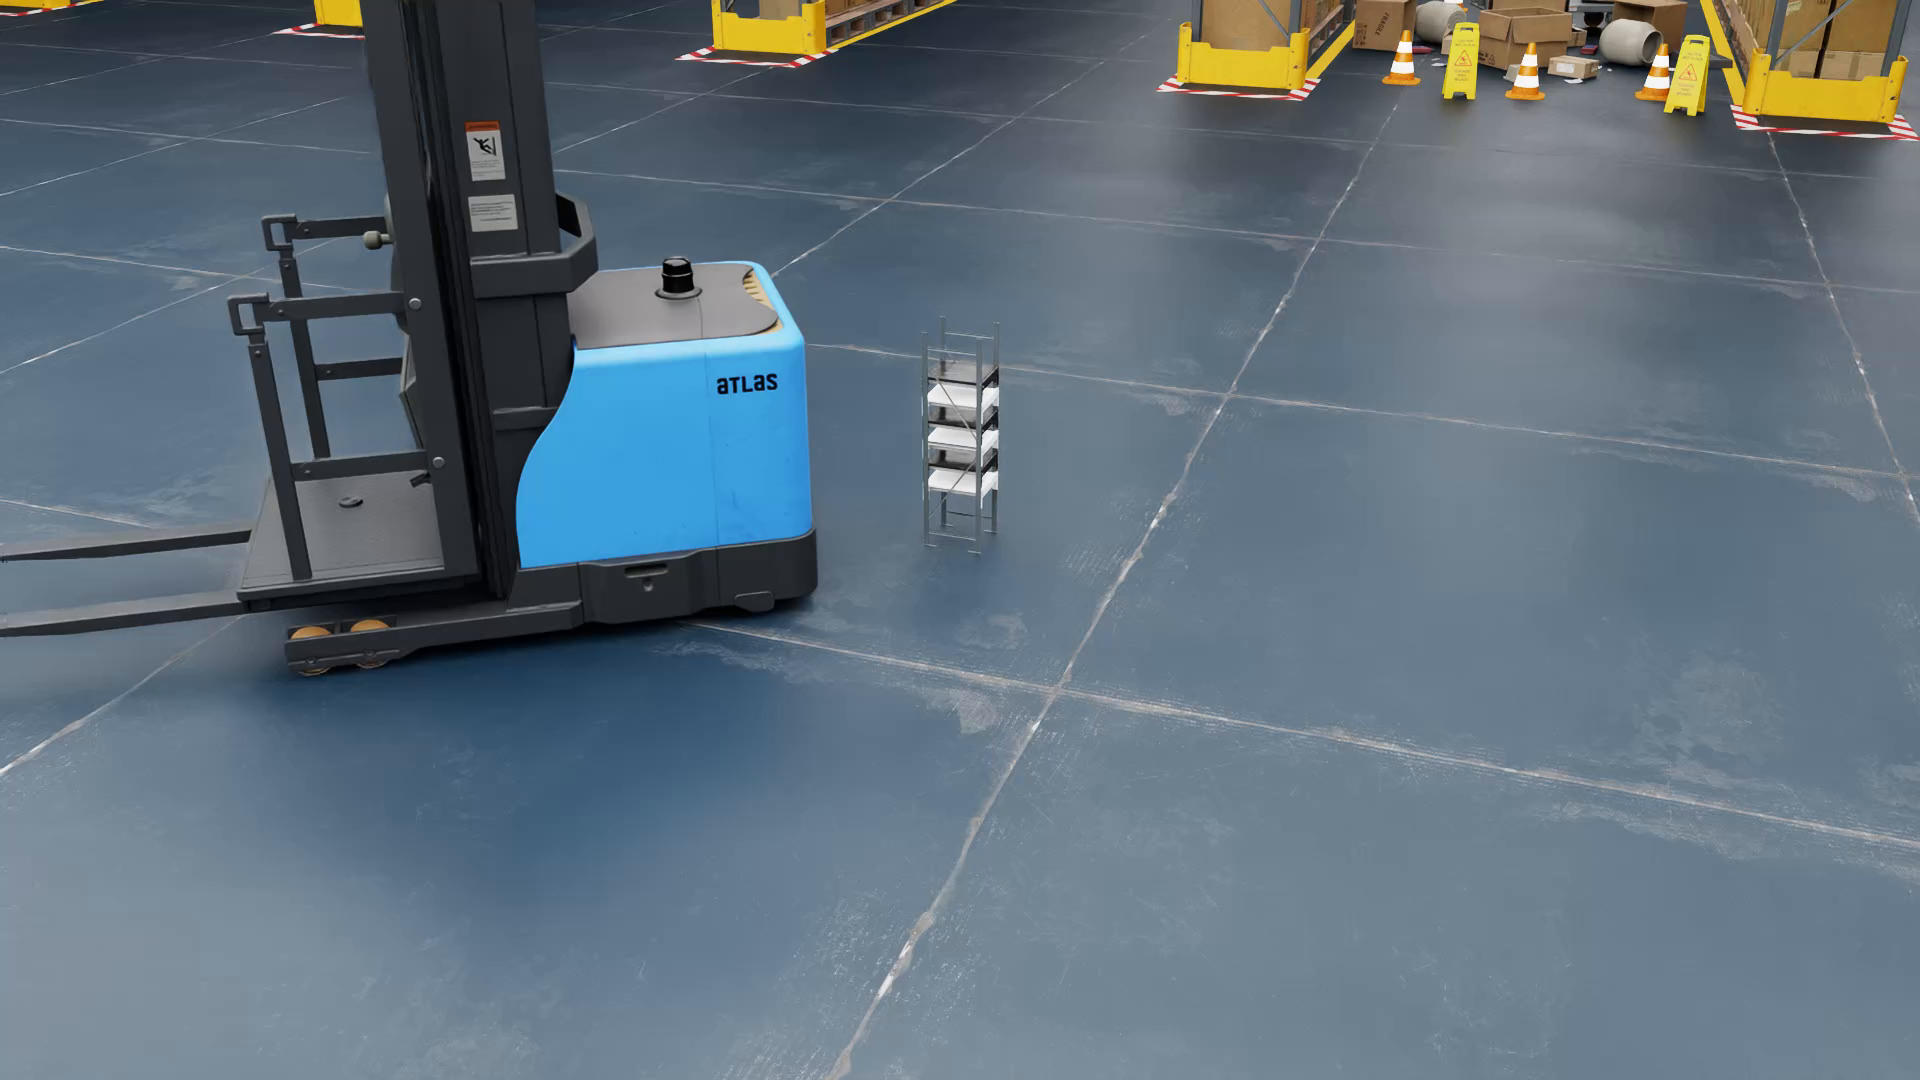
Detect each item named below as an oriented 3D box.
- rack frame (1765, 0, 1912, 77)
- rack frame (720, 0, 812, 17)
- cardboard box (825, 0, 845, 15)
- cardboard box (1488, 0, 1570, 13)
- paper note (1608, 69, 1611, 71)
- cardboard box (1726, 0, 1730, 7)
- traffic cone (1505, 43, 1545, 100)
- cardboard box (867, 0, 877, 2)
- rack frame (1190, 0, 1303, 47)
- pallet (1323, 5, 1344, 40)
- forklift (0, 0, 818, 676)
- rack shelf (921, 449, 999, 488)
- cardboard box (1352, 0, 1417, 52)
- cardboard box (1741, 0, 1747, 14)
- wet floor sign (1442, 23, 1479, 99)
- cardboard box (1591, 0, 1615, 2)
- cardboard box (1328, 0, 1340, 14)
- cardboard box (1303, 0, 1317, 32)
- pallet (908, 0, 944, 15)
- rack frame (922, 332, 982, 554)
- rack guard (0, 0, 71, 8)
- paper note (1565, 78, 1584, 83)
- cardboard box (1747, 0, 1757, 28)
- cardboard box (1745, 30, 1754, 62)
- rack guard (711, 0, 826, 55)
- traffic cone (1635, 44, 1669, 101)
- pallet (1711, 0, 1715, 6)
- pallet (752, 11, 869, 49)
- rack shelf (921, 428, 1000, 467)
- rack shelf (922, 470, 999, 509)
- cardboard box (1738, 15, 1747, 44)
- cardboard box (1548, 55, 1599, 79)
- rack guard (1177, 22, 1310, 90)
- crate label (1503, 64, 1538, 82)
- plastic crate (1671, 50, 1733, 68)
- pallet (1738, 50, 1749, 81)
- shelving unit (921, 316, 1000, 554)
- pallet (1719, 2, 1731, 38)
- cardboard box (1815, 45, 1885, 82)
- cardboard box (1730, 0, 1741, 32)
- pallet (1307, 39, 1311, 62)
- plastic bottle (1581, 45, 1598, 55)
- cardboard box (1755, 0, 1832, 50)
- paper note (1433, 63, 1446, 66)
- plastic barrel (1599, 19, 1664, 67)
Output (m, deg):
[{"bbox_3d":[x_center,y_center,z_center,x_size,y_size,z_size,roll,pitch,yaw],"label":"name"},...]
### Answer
[{"bbox_3d":[7.346,-4.983,13.599,1.000,3.000,0.127,9,27,17],"label":"rack frame"},{"bbox_3d":[-1.999,-6.420,16.567,1.000,3.000,0.127,9,27,17],"label":"rack frame"},{"bbox_3d":[-1.609,-5.989,18.063,0.500,0.500,0.500,17,30,31],"label":"cardboard box"},{"bbox_3d":[5.847,-5.395,17.159,0.797,0.637,0.503,9,27,17],"label":"cardboard box"},{"bbox_3d":[6.328,-4.579,16.197,0.032,0.001,0.123,9,27,17],"label":"paper note"},{"bbox_3d":[9.086,-6.145,18.532,0.950,0.372,0.625,11,28,21],"label":"cardboard box"},{"bbox_3d":[5.113,-4.226,14.947,0.336,0.463,0.334,9,27,17],"label":"traffic cone"},{"bbox_3d":[-1.155,-6.466,19.049,0.500,0.500,0.500,6,27,13],"label":"cardboard box"},{"bbox_3d":[2.645,-5.659,14.996,1.000,3.000,0.127,9,27,17],"label":"rack frame"},{"bbox_3d":[3.649,-5.747,18.377,1.003,0.211,1.213,9,27,17],"label":"pallet"},{"bbox_3d":[-2.107,-1.104,5.666,3.031,2.935,1.130,-7,27,-13],"label":"forklift"},{"bbox_3d":[0.003,-0.297,6.615,0.258,0.077,0.200,9,27,17],"label":"rack shelf"},{"bbox_3d":[4.427,-5.392,17.310,0.500,0.500,0.500,14,29,26],"label":"cardboard box"},{"bbox_3d":[8.059,-5.490,16.460,0.500,0.500,0.500,10,28,20],"label":"cardboard box"},{"bbox_3d":[4.502,-4.300,14.891,0.267,0.644,0.232,4,26,8],"label":"wet floor sign"},{"bbox_3d":[6.989,-6.088,17.881,0.500,0.500,0.500,9,27,17],"label":"cardboard box"},{"bbox_3d":[3.701,-6.287,18.249,0.875,0.875,0.875,9,27,18],"label":"cardboard box"},{"bbox_3d":[3.099,-5.542,16.710,0.875,0.875,0.875,8,27,17],"label":"cardboard box"},{"bbox_3d":[-0.858,-6.527,19.989,1.003,0.211,1.213,9,27,17],"label":"pallet"},{"bbox_3d":[-0.031,-0.367,6.474,0.240,0.900,0.006,9,27,17],"label":"rack frame"},{"bbox_3d":[-11.347,-6.723,20.062,1.175,0.500,0.348,9,27,17],"label":"rack guard"},{"bbox_3d":[5.784,-4.323,15.644,0.148,0.019,0.142,0,26,-1],"label":"paper note"},{"bbox_3d":[7.712,-5.060,15.572,0.500,0.500,0.500,8,27,16],"label":"cardboard box"},{"bbox_3d":[7.541,-4.517,15.311,0.500,0.250,0.500,9,27,18],"label":"cardboard box"},{"bbox_3d":[-1.974,-5.326,17.176,1.175,0.500,0.348,9,27,17],"label":"rack guard"},{"bbox_3d":[6.273,-4.205,14.903,0.336,0.463,0.334,9,27,17],"label":"traffic cone"},{"bbox_3d":[9.747,-6.694,20.334,1.003,0.211,1.213,9,27,17],"label":"pallet"},{"bbox_3d":[-1.670,-5.525,17.918,1.003,0.211,1.213,9,27,17],"label":"pallet"},{"bbox_3d":[0.003,-0.378,6.575,0.258,0.077,0.200,9,27,17],"label":"rack shelf"},{"bbox_3d":[0.003,-0.216,6.654,0.258,0.077,0.200,9,27,17],"label":"rack shelf"},{"bbox_3d":[7.885,-4.935,16.174,0.500,0.250,0.500,8,27,17],"label":"cardboard box"},{"bbox_3d":[5.877,-4.531,15.937,0.250,0.149,0.380,-20,33,-36],"label":"cardboard box"},{"bbox_3d":[2.637,-4.524,15.520,1.175,0.500,0.348,9,27,17],"label":"rack guard"},{"bbox_3d":[5.316,-4.411,15.704,0.250,0.136,0.298,-5,26,-9],"label":"crate label"},{"bbox_3d":[7.382,-4.786,16.543,0.402,0.080,0.583,0,26,-1],"label":"plastic crate"},{"bbox_3d":[8.083,-4.587,15.982,1.003,0.211,1.213,9,27,17],"label":"pallet"},{"bbox_3d":[0.003,-0.408,6.561,0.258,0.900,0.210,9,27,17],"label":"shelving unit"},{"bbox_3d":[8.935,-5.692,18.263,1.003,0.211,1.213,9,27,17],"label":"pallet"},{"bbox_3d":[7.876,-4.226,14.708,0.500,0.250,0.500,9,27,17],"label":"cardboard box"},{"bbox_3d":[8.226,-5.375,17.082,0.500,0.250,0.500,7,27,15],"label":"cardboard box"},{"bbox_3d":[2.837,-4.744,16.306,1.003,0.211,1.213,9,27,17],"label":"pallet"},{"bbox_3d":[6.479,-5.046,17.101,0.133,0.061,0.283,14,29,26],"label":"plastic bottle"},{"bbox_3d":[7.367,-4.639,14.701,0.500,0.500,0.500,9,27,18],"label":"cardboard box"},{"bbox_3d":[4.754,-4.703,16.430,0.144,0.017,0.142,20,32,35],"label":"paper note"},{"bbox_3d":[6.606,-4.891,16.367,0.421,0.421,0.512,-14,29,-27],"label":"plastic barrel"}]
